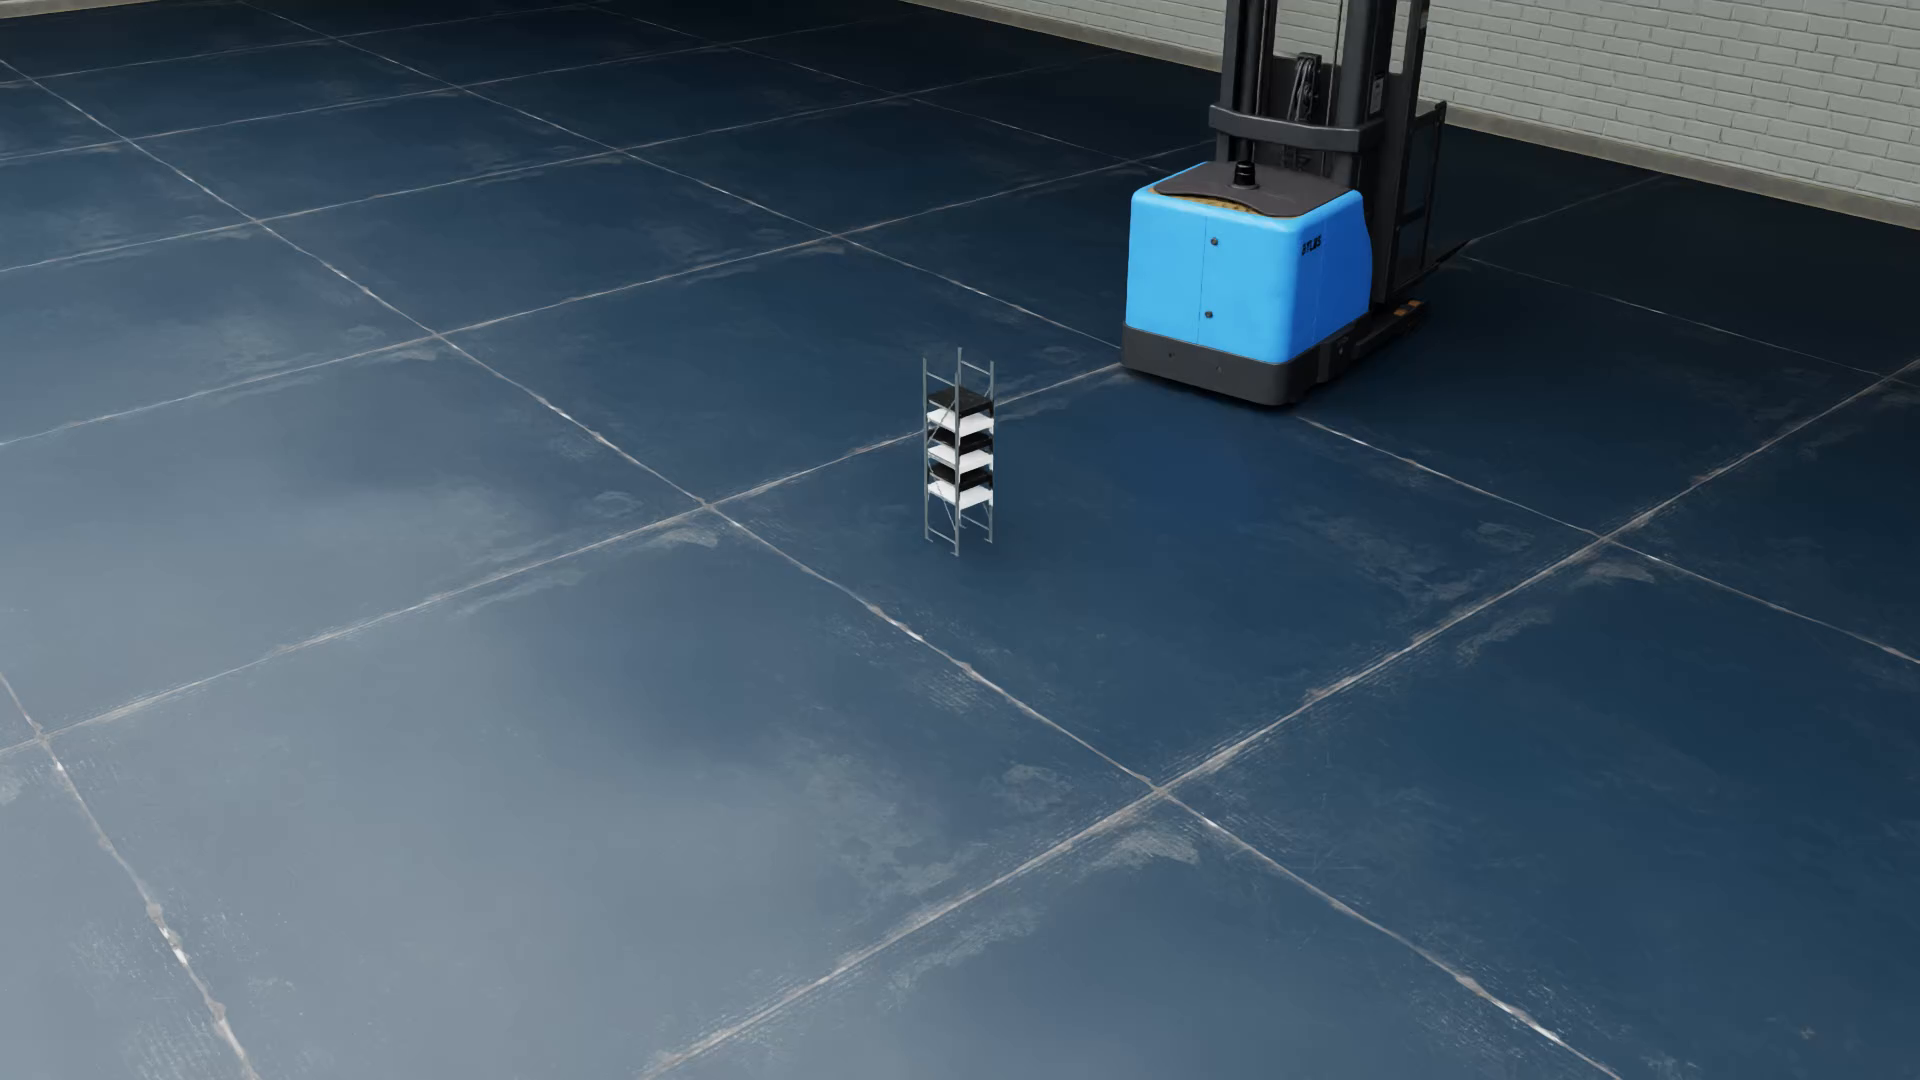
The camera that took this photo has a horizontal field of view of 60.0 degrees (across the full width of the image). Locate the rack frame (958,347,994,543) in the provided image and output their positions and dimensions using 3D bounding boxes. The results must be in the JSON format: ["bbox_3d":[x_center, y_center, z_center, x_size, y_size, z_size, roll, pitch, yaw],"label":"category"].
[{"bbox_3d":[0.071,-0.426,7.591,0.006,0.900,0.240,-22,35,-35],"label":"rack frame"}]

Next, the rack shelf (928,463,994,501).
[{"bbox_3d":[-0.006,-0.286,7.591,0.200,0.077,0.258,-22,35,-35],"label":"rack shelf"}]

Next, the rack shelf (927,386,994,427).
[{"bbox_3d":[-0.006,-0.603,7.422,0.200,0.077,0.258,-22,35,-35],"label":"rack shelf"}]

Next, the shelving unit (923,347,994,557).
[{"bbox_3d":[-0.006,-0.394,7.533,0.210,0.900,0.258,-22,35,-35],"label":"shelving unit"}]

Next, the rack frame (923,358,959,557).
[{"bbox_3d":[-0.084,-0.363,7.475,0.006,0.900,0.240,-22,35,-35],"label":"rack frame"}]

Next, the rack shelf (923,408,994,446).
[{"bbox_3d":[-0.006,-0.524,7.464,0.200,0.077,0.258,-22,35,-35],"label":"rack shelf"}]

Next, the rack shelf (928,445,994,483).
[{"bbox_3d":[-0.006,-0.365,7.549,0.200,0.077,0.258,-22,35,-35],"label":"rack shelf"}]

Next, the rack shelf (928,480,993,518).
[{"bbox_3d":[-0.006,-0.206,7.634,0.200,0.077,0.258,-22,35,-35],"label":"rack shelf"}]

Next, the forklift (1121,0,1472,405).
[{"bbox_3d":[2.215,-2.648,9.596,1.130,2.935,3.031,20,34,33],"label":"forklift"}]

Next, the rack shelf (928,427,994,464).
[{"bbox_3d":[-0.006,-0.444,7.507,0.200,0.077,0.258,-22,35,-35],"label":"rack shelf"}]
